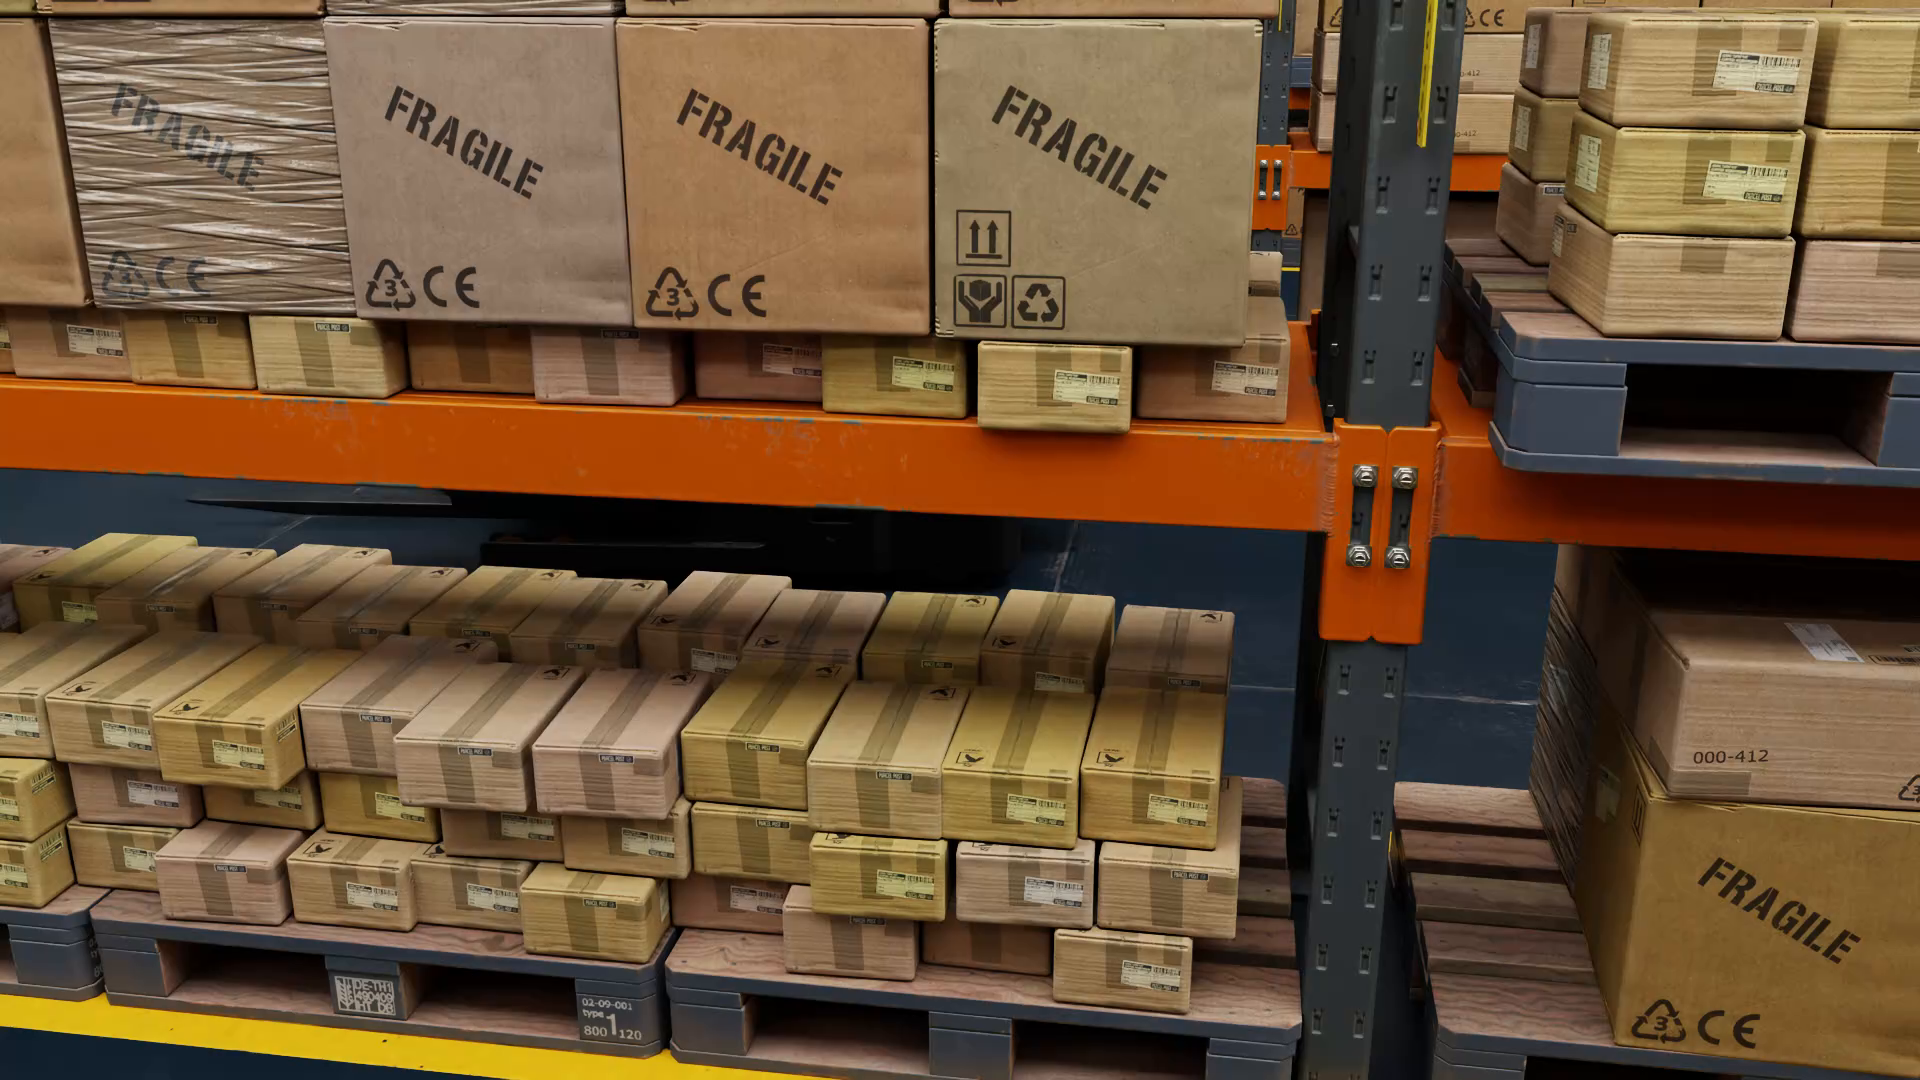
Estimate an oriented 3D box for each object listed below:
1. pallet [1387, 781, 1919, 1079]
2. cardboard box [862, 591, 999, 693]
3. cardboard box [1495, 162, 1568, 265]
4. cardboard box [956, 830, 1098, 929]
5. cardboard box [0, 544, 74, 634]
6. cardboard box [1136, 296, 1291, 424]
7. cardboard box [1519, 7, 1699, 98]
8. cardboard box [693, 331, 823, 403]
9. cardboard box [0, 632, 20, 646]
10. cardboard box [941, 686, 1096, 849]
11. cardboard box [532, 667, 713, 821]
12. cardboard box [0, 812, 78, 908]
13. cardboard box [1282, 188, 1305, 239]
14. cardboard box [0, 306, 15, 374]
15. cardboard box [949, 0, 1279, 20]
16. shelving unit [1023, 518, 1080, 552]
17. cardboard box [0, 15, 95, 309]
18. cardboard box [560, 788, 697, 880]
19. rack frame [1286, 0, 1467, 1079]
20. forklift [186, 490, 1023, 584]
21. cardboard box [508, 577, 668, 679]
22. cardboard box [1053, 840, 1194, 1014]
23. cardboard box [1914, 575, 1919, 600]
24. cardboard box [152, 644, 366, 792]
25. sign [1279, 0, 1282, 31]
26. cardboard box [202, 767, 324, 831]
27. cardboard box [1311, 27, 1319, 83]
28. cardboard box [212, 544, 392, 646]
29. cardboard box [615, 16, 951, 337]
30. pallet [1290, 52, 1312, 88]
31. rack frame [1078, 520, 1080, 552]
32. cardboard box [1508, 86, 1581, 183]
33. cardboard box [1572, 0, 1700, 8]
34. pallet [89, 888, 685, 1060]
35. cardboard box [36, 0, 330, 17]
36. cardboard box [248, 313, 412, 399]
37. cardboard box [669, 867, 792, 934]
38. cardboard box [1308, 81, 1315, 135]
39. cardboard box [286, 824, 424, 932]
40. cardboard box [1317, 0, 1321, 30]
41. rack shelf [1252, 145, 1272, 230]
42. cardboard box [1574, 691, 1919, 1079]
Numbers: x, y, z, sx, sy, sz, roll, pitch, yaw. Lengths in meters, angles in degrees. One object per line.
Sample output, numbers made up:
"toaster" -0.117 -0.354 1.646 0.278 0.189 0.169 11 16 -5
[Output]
"pallet" 1.537 0.855 3.414 1.213 0.211 1.003 3 19 9
"cardboard box" -0.059 0.253 3.713 0.250 0.149 0.380 3 19 8
"cardboard box" 1.192 -0.628 3.186 0.250 0.149 0.380 2 19 7
"cardboard box" 0.138 0.580 3.204 0.250 0.149 0.380 2 19 6
"cardboard box" -2.379 0.142 4.046 0.250 0.149 0.380 3 19 10
"cardboard box" 0.449 -0.328 2.951 0.250 0.149 0.380 3 19 8
"cardboard box" 1.195 -0.909 3.088 0.250 0.149 0.380 4 19 11
"cardboard box" -0.321 -0.373 3.087 0.250 0.149 0.380 2 19 7
"cardboard box" -2.198 0.325 3.497 0.250 0.149 0.380 3 19 9
"cardboard box" 0.117 0.428 3.190 0.250 0.149 0.380 3 19 9
"cardboard box" -0.656 0.396 3.287 0.250 0.149 0.380 2 19 6
"cardboard box" -1.962 0.618 3.561 0.250 0.149 0.380 3 19 9
"cardboard box" 2.679 -2.536 12.432 0.500 0.500 0.500 4 19 11
"cardboard box" -1.857 -0.447 3.309 0.250 0.149 0.380 3 19 8
"cardboard box" 0.261 -1.107 2.683 0.500 0.500 0.500 2 19 7
"shelving unit" 0.347 -0.423 6.149 0.210 0.900 0.258 1 19 3
"cardboard box" -1.768 -0.739 3.157 0.500 0.500 0.500 3 19 9
"cardboard box" -0.617 0.522 3.378 0.250 0.149 0.380 3 19 10
"rack frame" 0.768 -0.506 3.087 0.127 3.000 1.000 3 19 9
"forklift" -1.280 -1.400 5.868 3.031 2.935 1.130 1 19 3
"cardboard box" -0.841 0.221 3.809 0.250 0.149 0.380 2 19 6
"cardboard box" 0.327 0.734 3.213 0.250 0.149 0.380 3 19 9
"cardboard box" 1.982 0.271 2.862 0.500 0.250 0.500 3 19 10
"cardboard box" -1.415 0.357 3.404 0.250 0.149 0.380 3 19 9
"sign" 1.367 -2.336 7.067 0.005 0.325 0.100 3 19 9
"cardboard box" -1.400 0.459 3.567 0.250 0.149 0.380 4 19 11
"cardboard box" 1.927 -2.282 7.843 0.500 0.250 0.500 3 19 9
"cardboard box" -1.584 0.144 4.040 0.250 0.149 0.380 4 19 11
"cardboard box" -0.267 -0.657 2.912 0.500 0.500 0.500 2 19 7
"pallet" 3.009 -3.451 12.193 1.213 0.211 1.003 3 19 9
"rack frame" 0.448 -0.421 6.143 0.006 0.900 0.240 1 19 3
"cardboard box" 1.192 -0.769 3.138 0.250 0.149 0.380 3 19 10
"cardboard box" 2.844 -2.428 7.099 0.500 0.500 0.500 2 19 7
"pallet" -1.109 0.733 3.779 1.213 0.211 1.003 3 19 9
"cardboard box" -1.267 -1.183 2.909 0.500 0.500 0.500 2 19 7
"cardboard box" -1.106 -0.384 3.119 0.250 0.149 0.380 3 19 10
"cardboard box" -0.428 0.650 3.463 0.250 0.149 0.380 2 19 7
"cardboard box" 1.936 -2.047 7.930 0.500 0.250 0.500 2 19 7
"cardboard box" -1.185 0.646 3.476 0.250 0.149 0.380 3 19 9
"cardboard box" 1.935 -2.639 7.731 0.500 0.500 0.500 4 19 10
"rack shelf" -0.521 -1.821 8.152 4.000 0.370 1.077 3 19 9
"cardboard box" 1.456 0.601 3.058 0.500 0.500 0.500 4 19 11
